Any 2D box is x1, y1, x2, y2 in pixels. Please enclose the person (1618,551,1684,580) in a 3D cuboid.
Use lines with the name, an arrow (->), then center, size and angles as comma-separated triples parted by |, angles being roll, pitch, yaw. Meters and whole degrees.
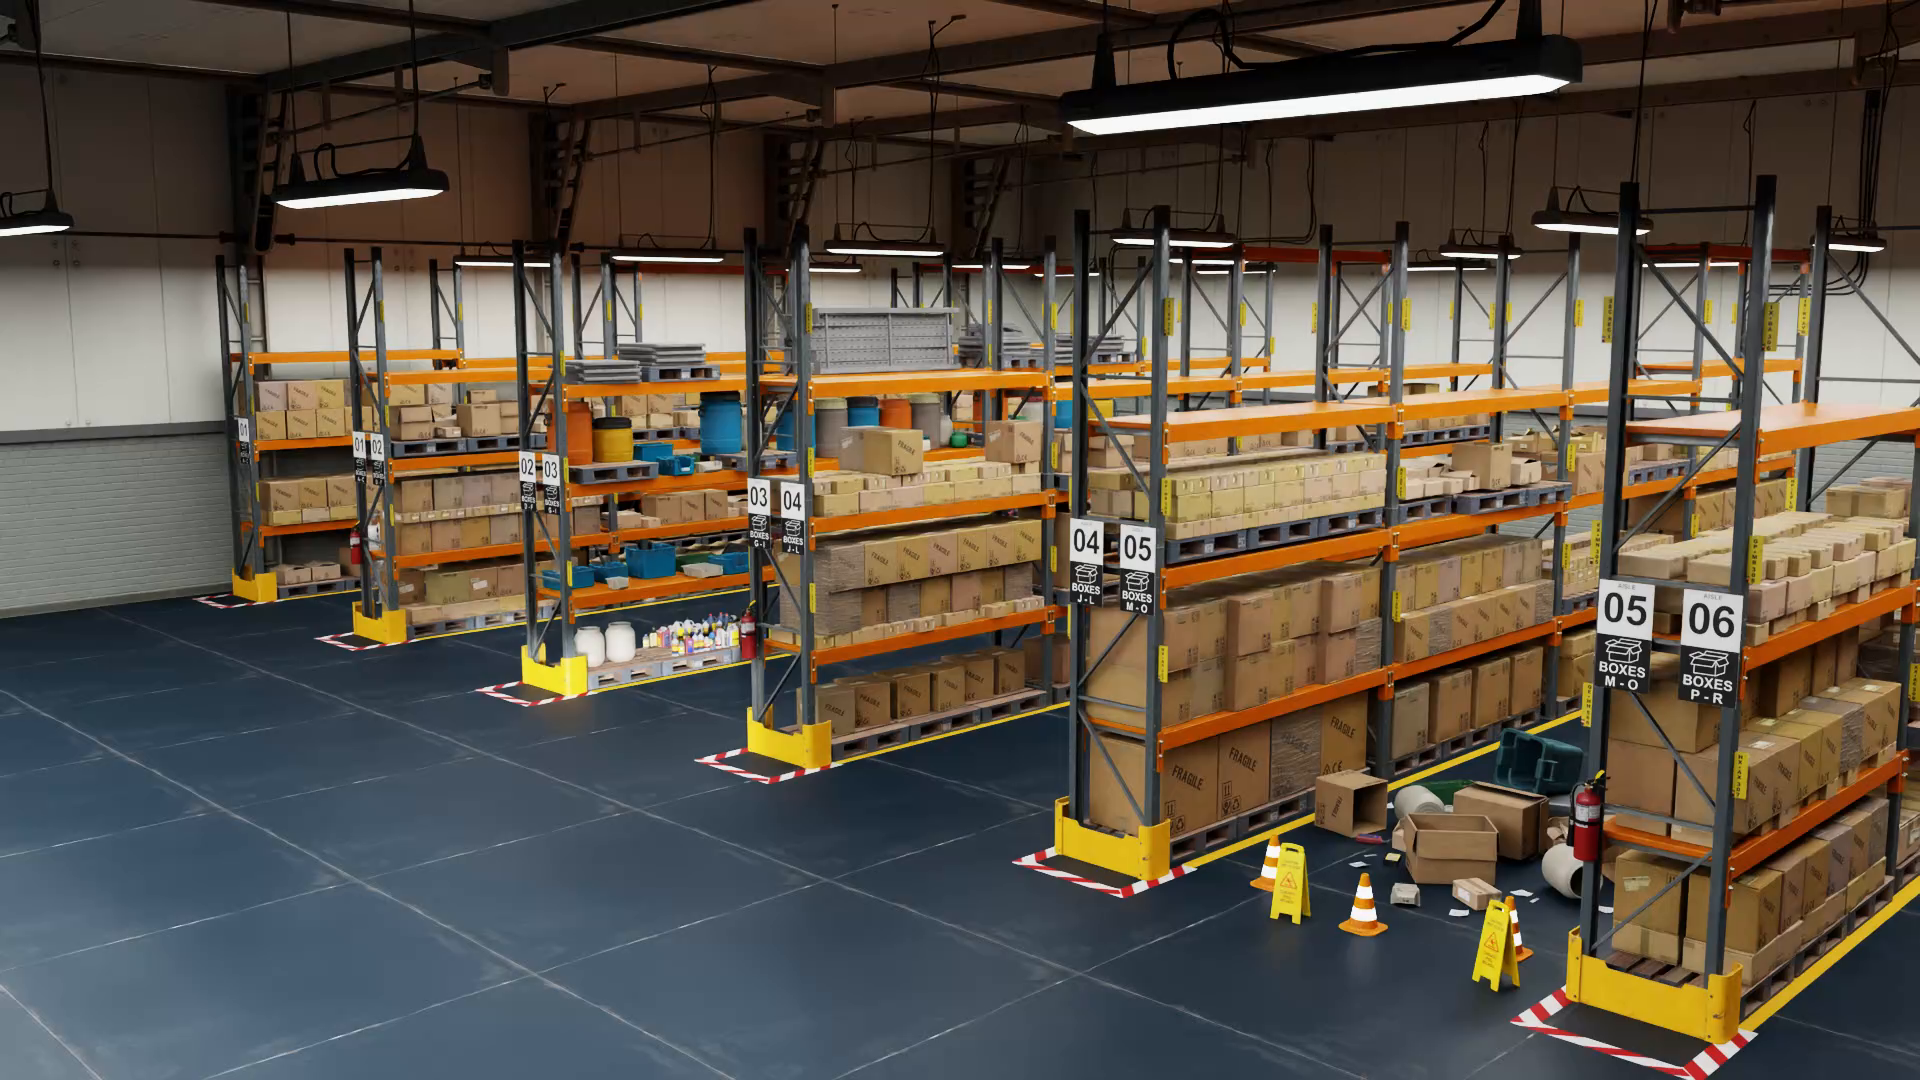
person -> 7.284, 1.666, 12.855 | 4.196, 3.293, 2.776 | -8, 11, -43

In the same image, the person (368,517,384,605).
person -> -10.067, 0.339, 28.547 | 0.510, 1.693, 0.560 | 0, 8, -2
